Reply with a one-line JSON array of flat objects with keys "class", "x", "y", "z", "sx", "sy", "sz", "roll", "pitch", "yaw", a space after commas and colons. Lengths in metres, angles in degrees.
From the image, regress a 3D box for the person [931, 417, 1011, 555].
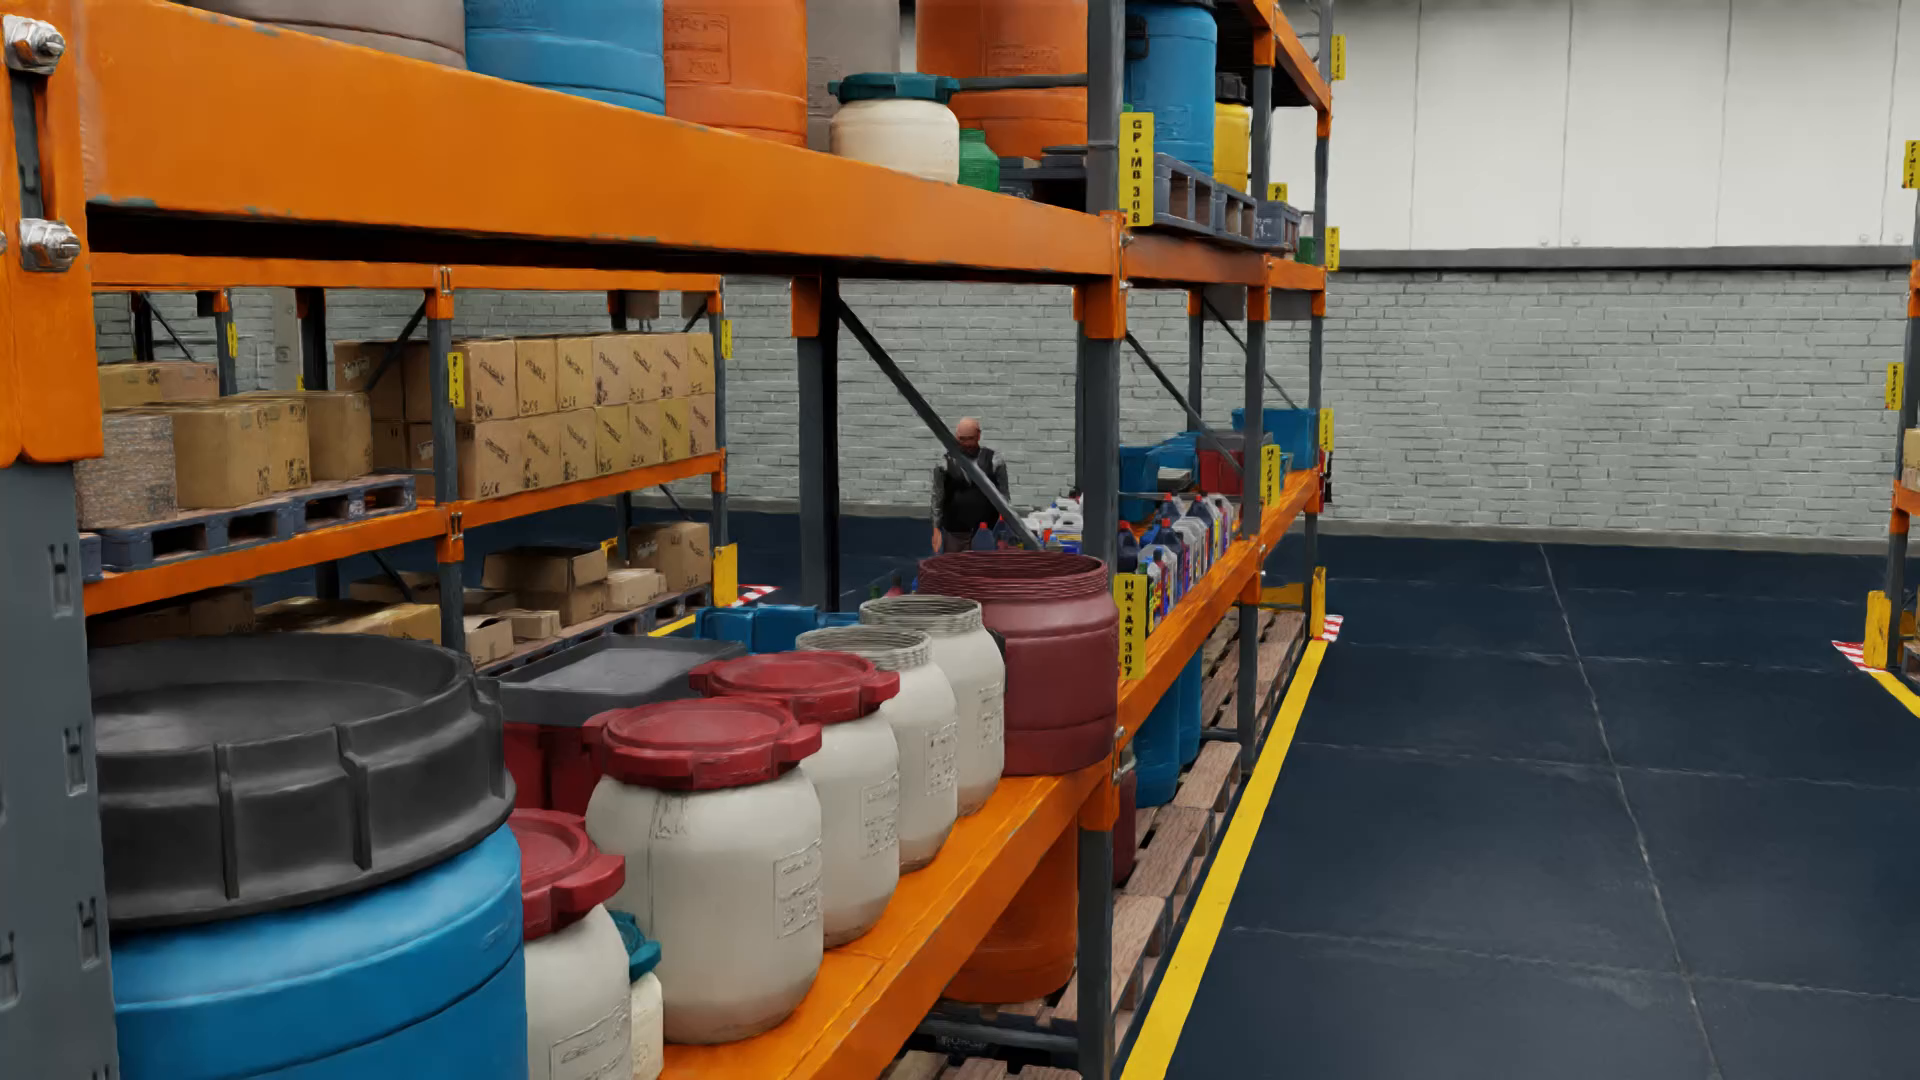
[{"class": "person", "x": 0.131, "y": -0.029, "z": 11.999, "sx": 0.699, "sy": 1.714, "sz": 0.469, "roll": 0, "pitch": 8, "yaw": 3}]
